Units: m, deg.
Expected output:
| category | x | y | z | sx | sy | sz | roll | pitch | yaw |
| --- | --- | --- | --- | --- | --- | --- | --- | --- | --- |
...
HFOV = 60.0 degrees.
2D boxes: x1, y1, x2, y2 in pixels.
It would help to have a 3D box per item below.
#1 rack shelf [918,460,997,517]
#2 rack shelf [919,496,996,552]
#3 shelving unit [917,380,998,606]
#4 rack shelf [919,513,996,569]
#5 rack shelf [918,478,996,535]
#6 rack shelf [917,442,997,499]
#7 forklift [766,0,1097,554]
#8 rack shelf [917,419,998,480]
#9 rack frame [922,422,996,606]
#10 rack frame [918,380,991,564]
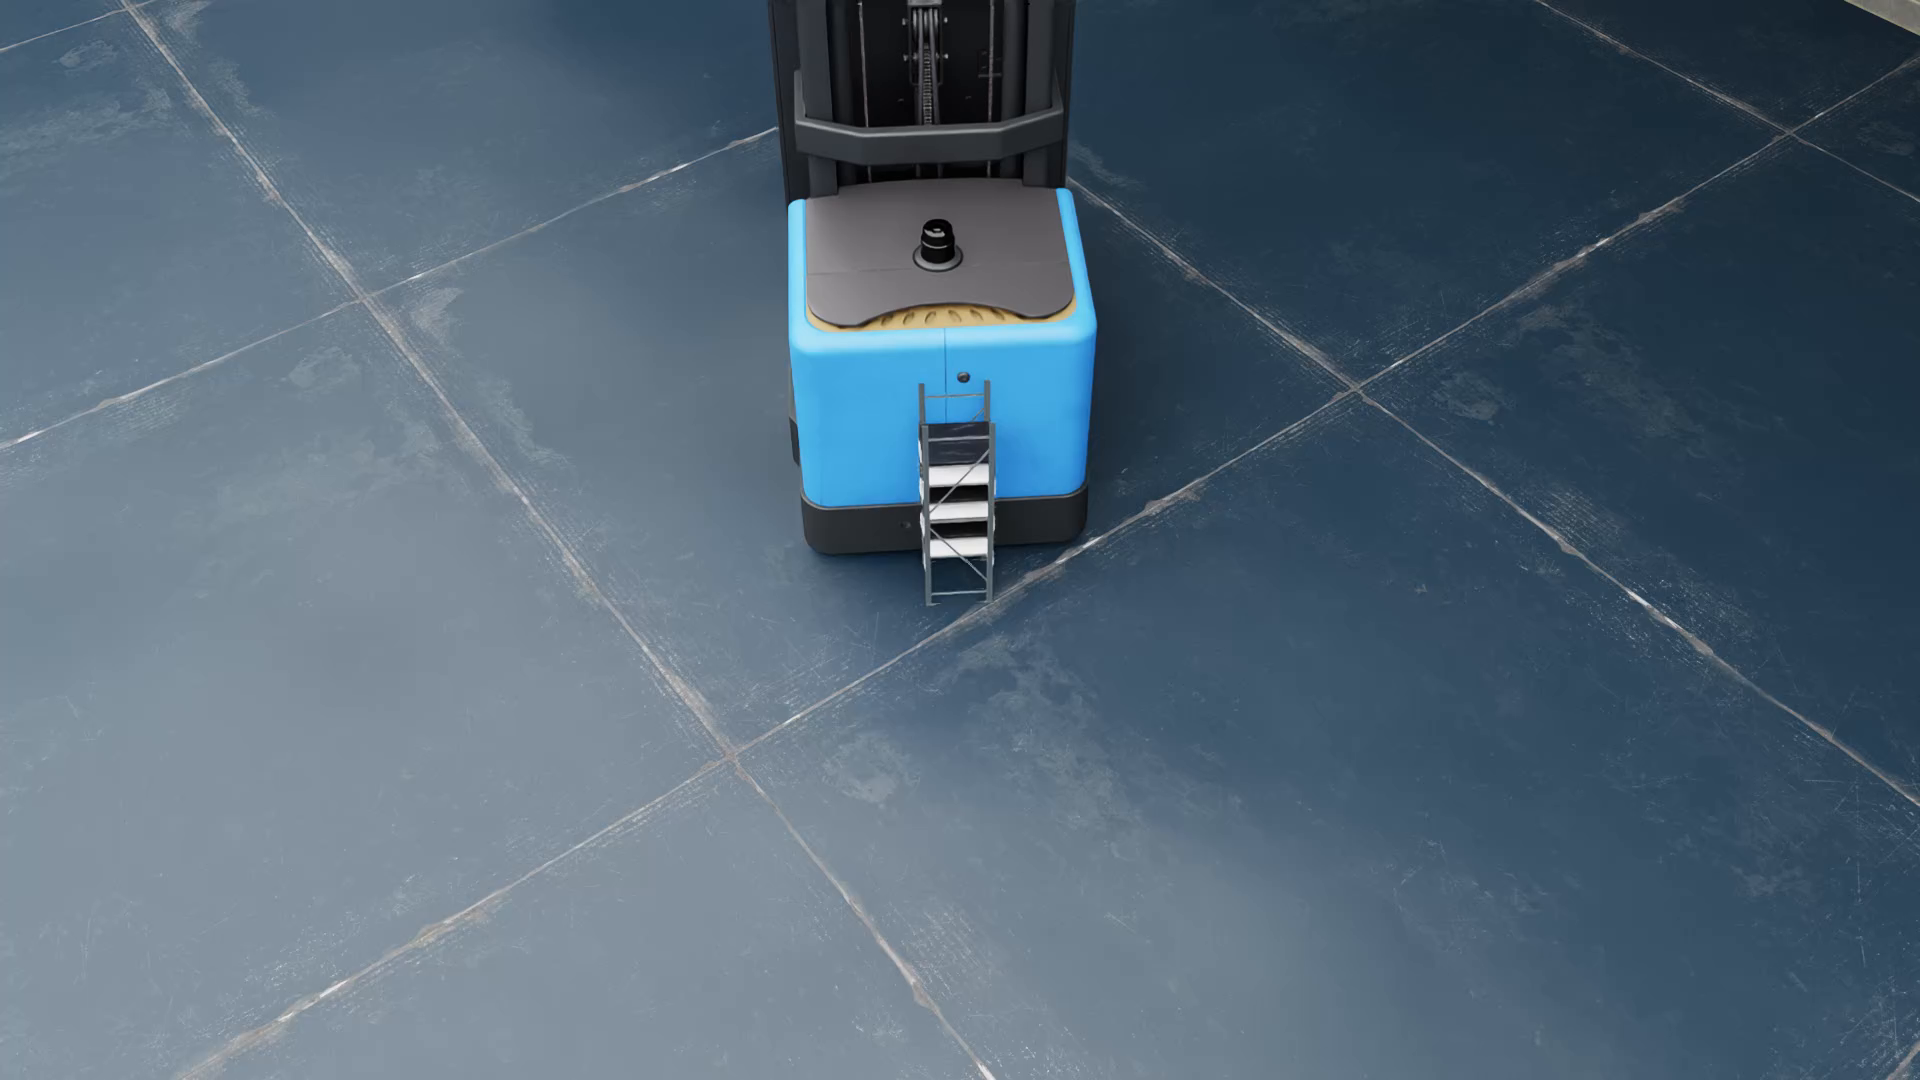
| category | x | y | z | sx | sy | sz | roll | pitch | yaw |
| --- | --- | --- | --- | --- | --- | --- | --- | --- | --- |
| rack shelf | -0.011 | -0.184 | 5.733 | 0.258 | 0.077 | 0.200 | -3 | 48 | -3 |
| rack shelf | -0.011 | -0.063 | 5.866 | 0.258 | 0.077 | 0.200 | -3 | 48 | -3 |
| shelving unit | -0.011 | -0.146 | 5.775 | 0.258 | 0.900 | 0.210 | -3 | 48 | -3 |
| rack shelf | -0.011 | -0.003 | 5.933 | 0.258 | 0.077 | 0.200 | -3 | 48 | -3 |
| rack shelf | -0.011 | -0.123 | 5.799 | 0.258 | 0.077 | 0.200 | -3 | 48 | -3 |
| rack shelf | -0.011 | -0.244 | 5.666 | 0.258 | 0.077 | 0.200 | -3 | 48 | -3 |
| forklift | -0.155 | -2.026 | 6.108 | 1.130 | 2.935 | 3.031 | -3 | 48 | -3 |
| rack shelf | -0.011 | -0.305 | 5.599 | 0.258 | 0.077 | 0.200 | -3 | 48 | -3 |
| rack frame | -0.003 | -0.071 | 5.707 | 0.240 | 0.900 | 0.006 | -3 | 48 | -3 |
| rack frame | -0.018 | -0.221 | 5.843 | 0.240 | 0.900 | 0.006 | -3 | 48 | -3 |
